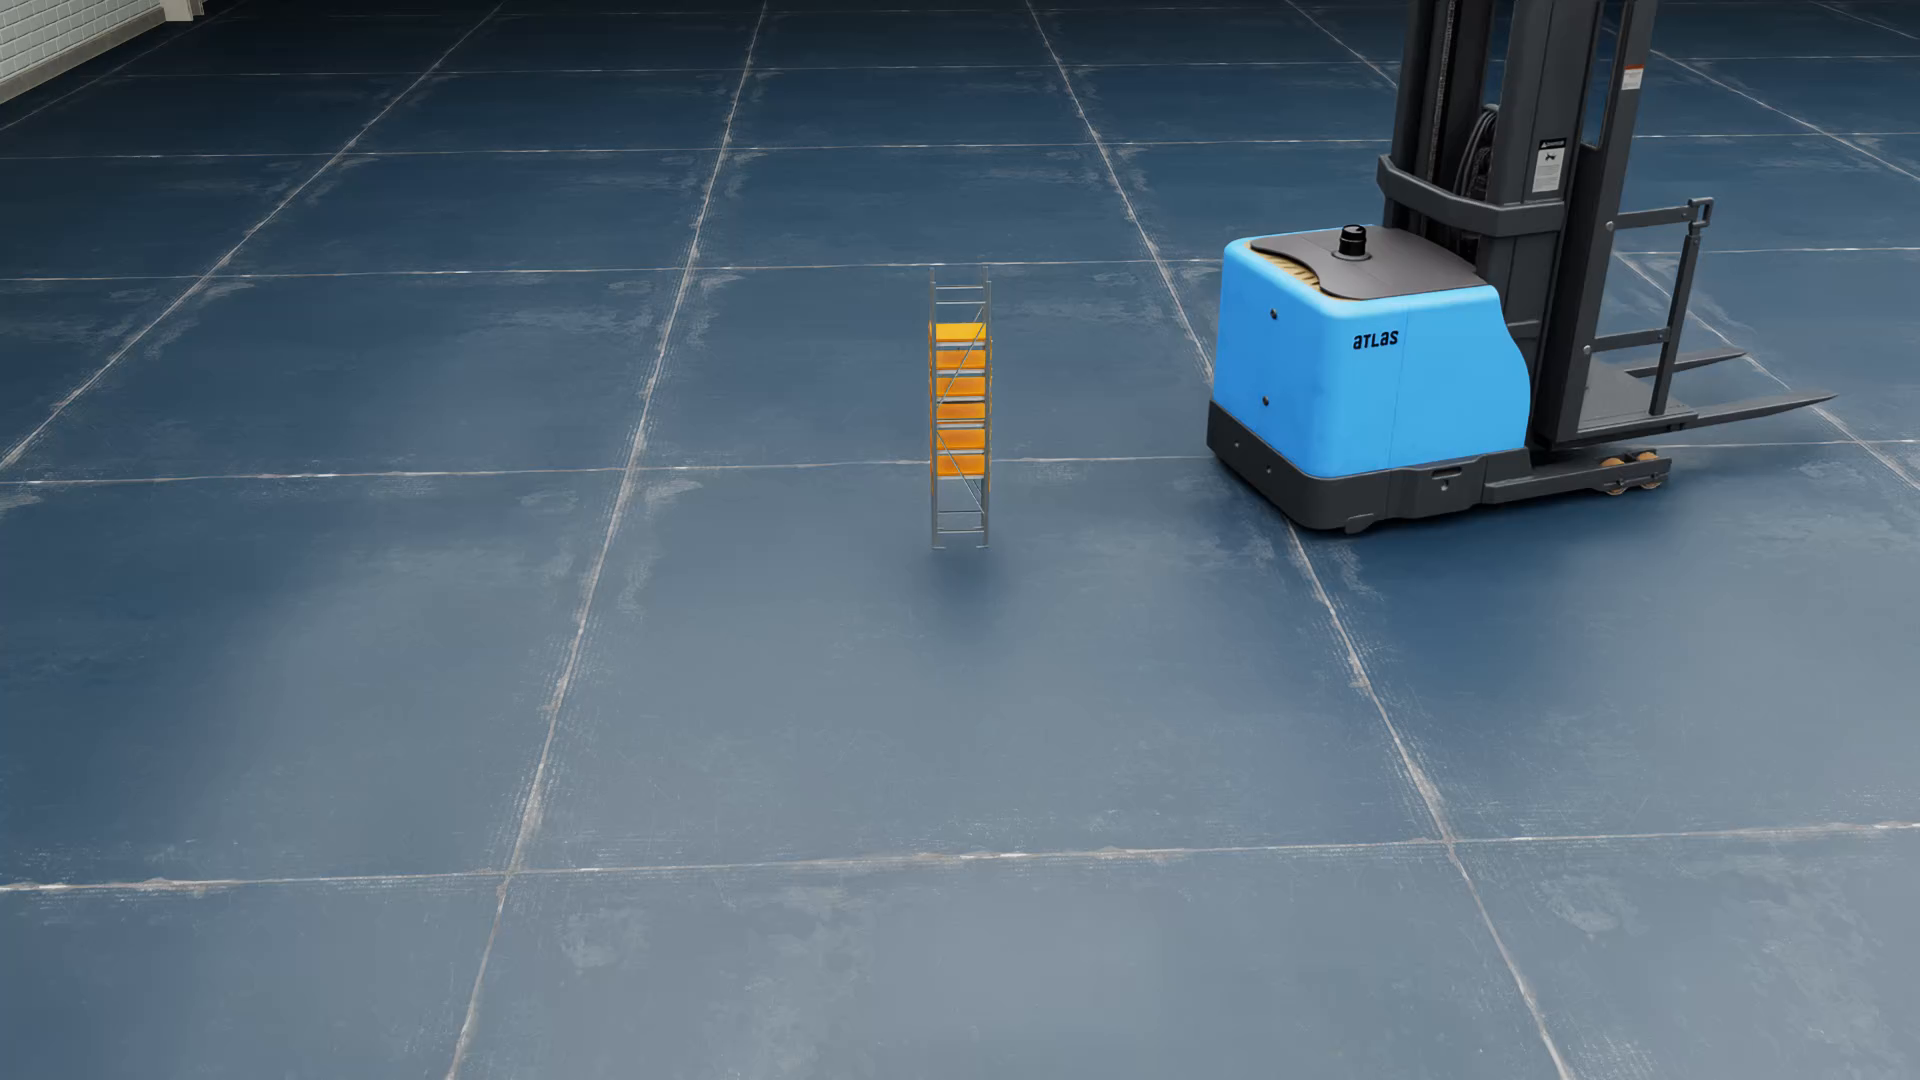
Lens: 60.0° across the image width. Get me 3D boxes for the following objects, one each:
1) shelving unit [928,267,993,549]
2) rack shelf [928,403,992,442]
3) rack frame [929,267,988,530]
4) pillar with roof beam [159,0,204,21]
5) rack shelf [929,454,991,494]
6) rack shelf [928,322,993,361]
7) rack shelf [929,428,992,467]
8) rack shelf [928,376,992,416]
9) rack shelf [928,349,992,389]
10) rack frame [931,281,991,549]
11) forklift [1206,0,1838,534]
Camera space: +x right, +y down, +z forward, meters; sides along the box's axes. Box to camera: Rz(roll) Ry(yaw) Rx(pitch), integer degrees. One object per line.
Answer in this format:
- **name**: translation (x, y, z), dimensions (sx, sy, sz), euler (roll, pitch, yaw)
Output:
- **shelving unit**: translation (-0.001, -0.539, 6.985), dimensions (0.258, 1.200, 0.189), euler (-1, 28, -3)
- **rack shelf**: translation (-0.001, -0.499, 7.006), dimensions (0.258, 0.103, 0.180), euler (-1, 28, -3)
- **rack frame**: translation (-0.006, -0.581, 7.066), dimensions (0.240, 1.200, 0.006), euler (-1, 28, -3)
- **pillar with roof beam**: translation (-4.209, -9.821, 16.348), dimensions (9.100, 9.000, 0.400), euler (-1, 28, -3)
- **rack shelf**: translation (-0.001, -0.286, 7.117), dimensions (0.258, 0.103, 0.180), euler (-1, 28, -3)
- **rack shelf**: translation (-0.001, -0.818, 6.839), dimensions (0.258, 0.103, 0.180), euler (-1, 28, -3)
- **rack shelf**: translation (-0.001, -0.393, 7.061), dimensions (0.258, 0.103, 0.180), euler (-1, 28, -3)
- **rack shelf**: translation (-0.001, -0.606, 6.950), dimensions (0.258, 0.103, 0.180), euler (-1, 28, -3)
- **rack shelf**: translation (-0.001, -0.712, 6.895), dimensions (0.258, 0.103, 0.180), euler (-1, 28, -3)
- **rack frame**: translation (0.004, -0.496, 6.904), dimensions (0.240, 1.200, 0.006), euler (-1, 28, -3)
- **forklift**: translation (2.755, -1.726, 7.390), dimensions (3.031, 2.935, 1.130), euler (-9, 29, -17)
